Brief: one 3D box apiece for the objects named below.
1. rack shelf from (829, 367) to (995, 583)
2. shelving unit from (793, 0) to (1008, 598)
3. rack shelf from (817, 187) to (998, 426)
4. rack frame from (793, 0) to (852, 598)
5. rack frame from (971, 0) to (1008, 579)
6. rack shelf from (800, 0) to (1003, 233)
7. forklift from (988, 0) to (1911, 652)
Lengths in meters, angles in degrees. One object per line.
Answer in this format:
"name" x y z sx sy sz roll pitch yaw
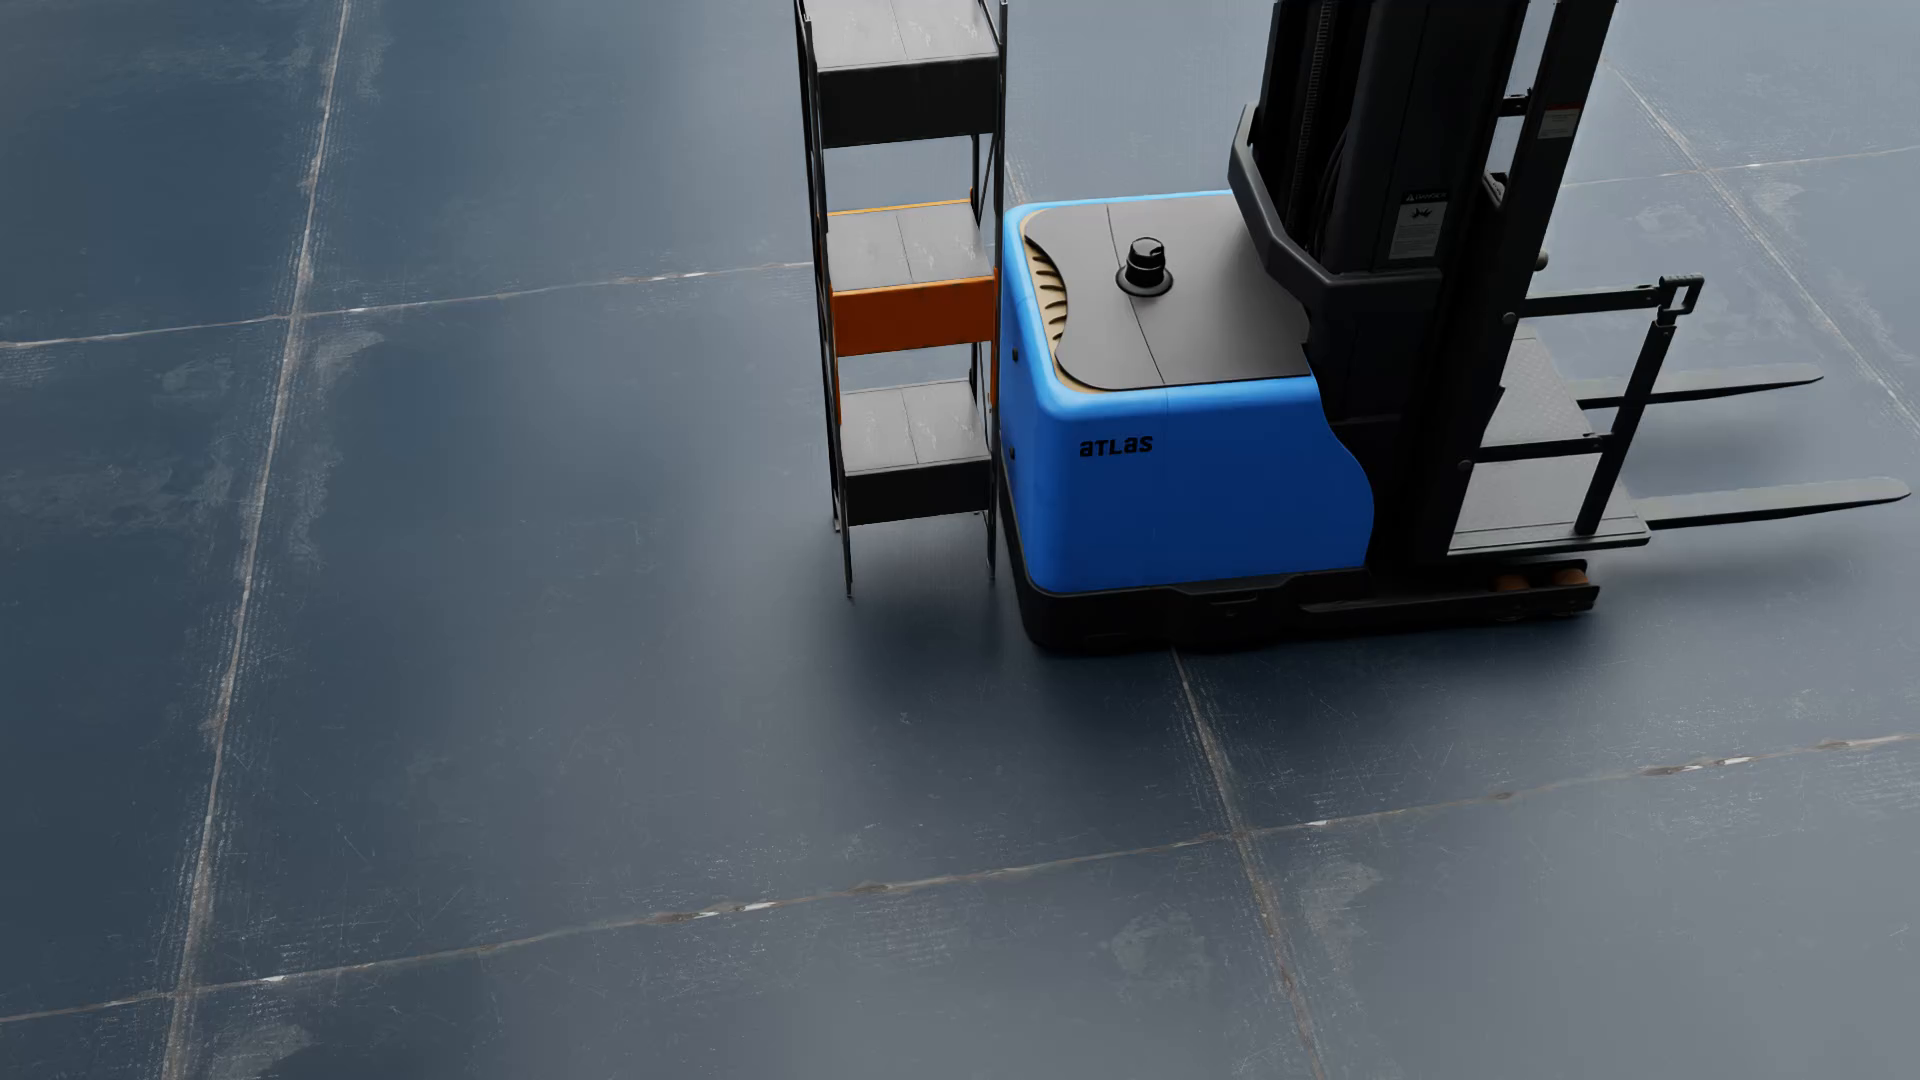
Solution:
"rack shelf" -0.163 -0.213 5.488 0.480 0.518 0.431 -7 46 -7
"shelving unit" -0.163 -0.708 4.974 0.503 2.100 0.431 -7 46 -7
"rack shelf" -0.163 -0.699 4.984 0.480 0.518 0.431 -7 46 -7
"rack frame" -0.404 -0.678 4.945 0.015 2.100 0.400 -7 46 -7
"rack frame" 0.077 -0.738 5.003 0.015 2.100 0.400 -7 46 -7
"rack shelf" -0.163 -1.184 4.480 0.480 0.518 0.431 -7 46 -7
"forklift" 1.658 -1.124 4.797 3.031 2.935 1.130 -5 46 -5
